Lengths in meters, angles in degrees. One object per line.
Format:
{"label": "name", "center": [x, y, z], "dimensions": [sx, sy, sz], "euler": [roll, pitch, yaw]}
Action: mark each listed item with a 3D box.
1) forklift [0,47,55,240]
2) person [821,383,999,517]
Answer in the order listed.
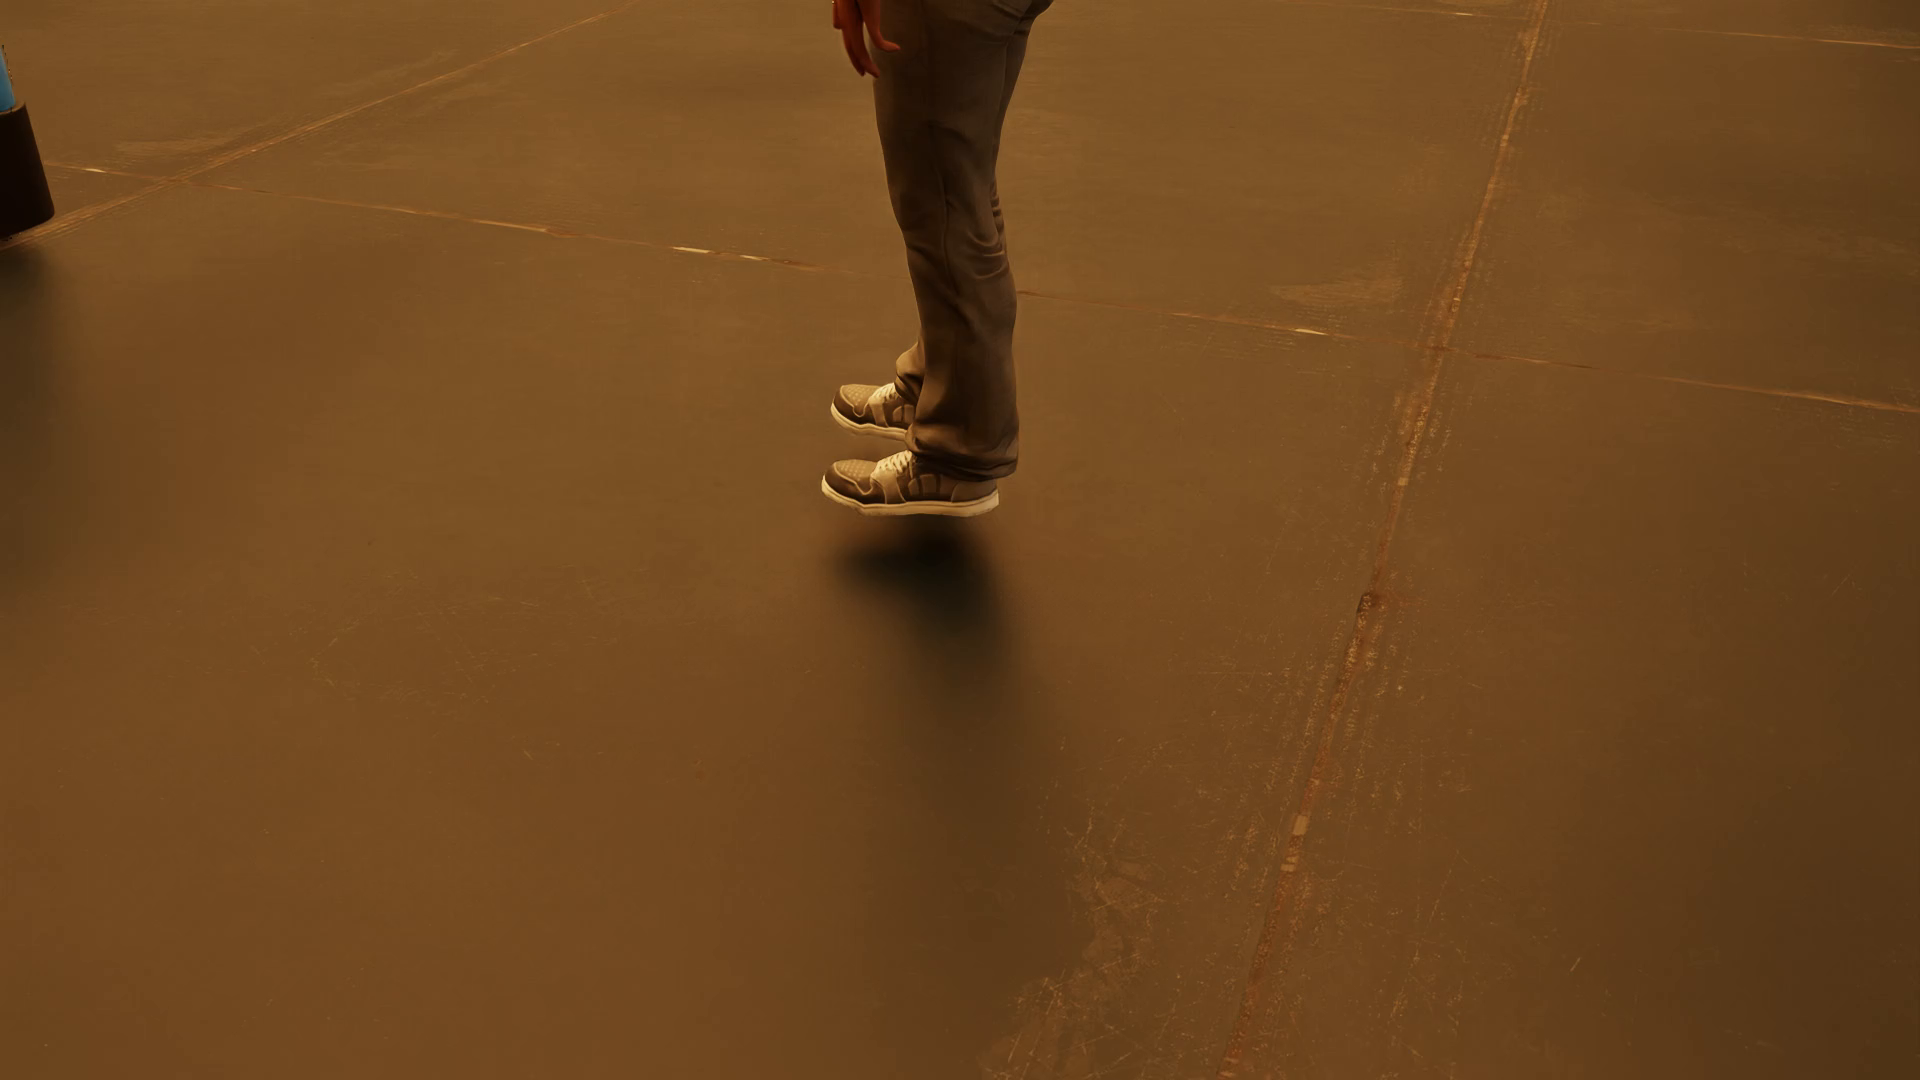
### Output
{"label": "forklift", "center": [-3.524, -1.942, 2.955], "dimensions": [3.031, 2.935, 1.130], "euler": [10, 31, 17]}
{"label": "person", "center": [-0.071, -0.654, 2.177], "dimensions": [0.459, 1.362, 0.520], "euler": [10, 31, 18]}
